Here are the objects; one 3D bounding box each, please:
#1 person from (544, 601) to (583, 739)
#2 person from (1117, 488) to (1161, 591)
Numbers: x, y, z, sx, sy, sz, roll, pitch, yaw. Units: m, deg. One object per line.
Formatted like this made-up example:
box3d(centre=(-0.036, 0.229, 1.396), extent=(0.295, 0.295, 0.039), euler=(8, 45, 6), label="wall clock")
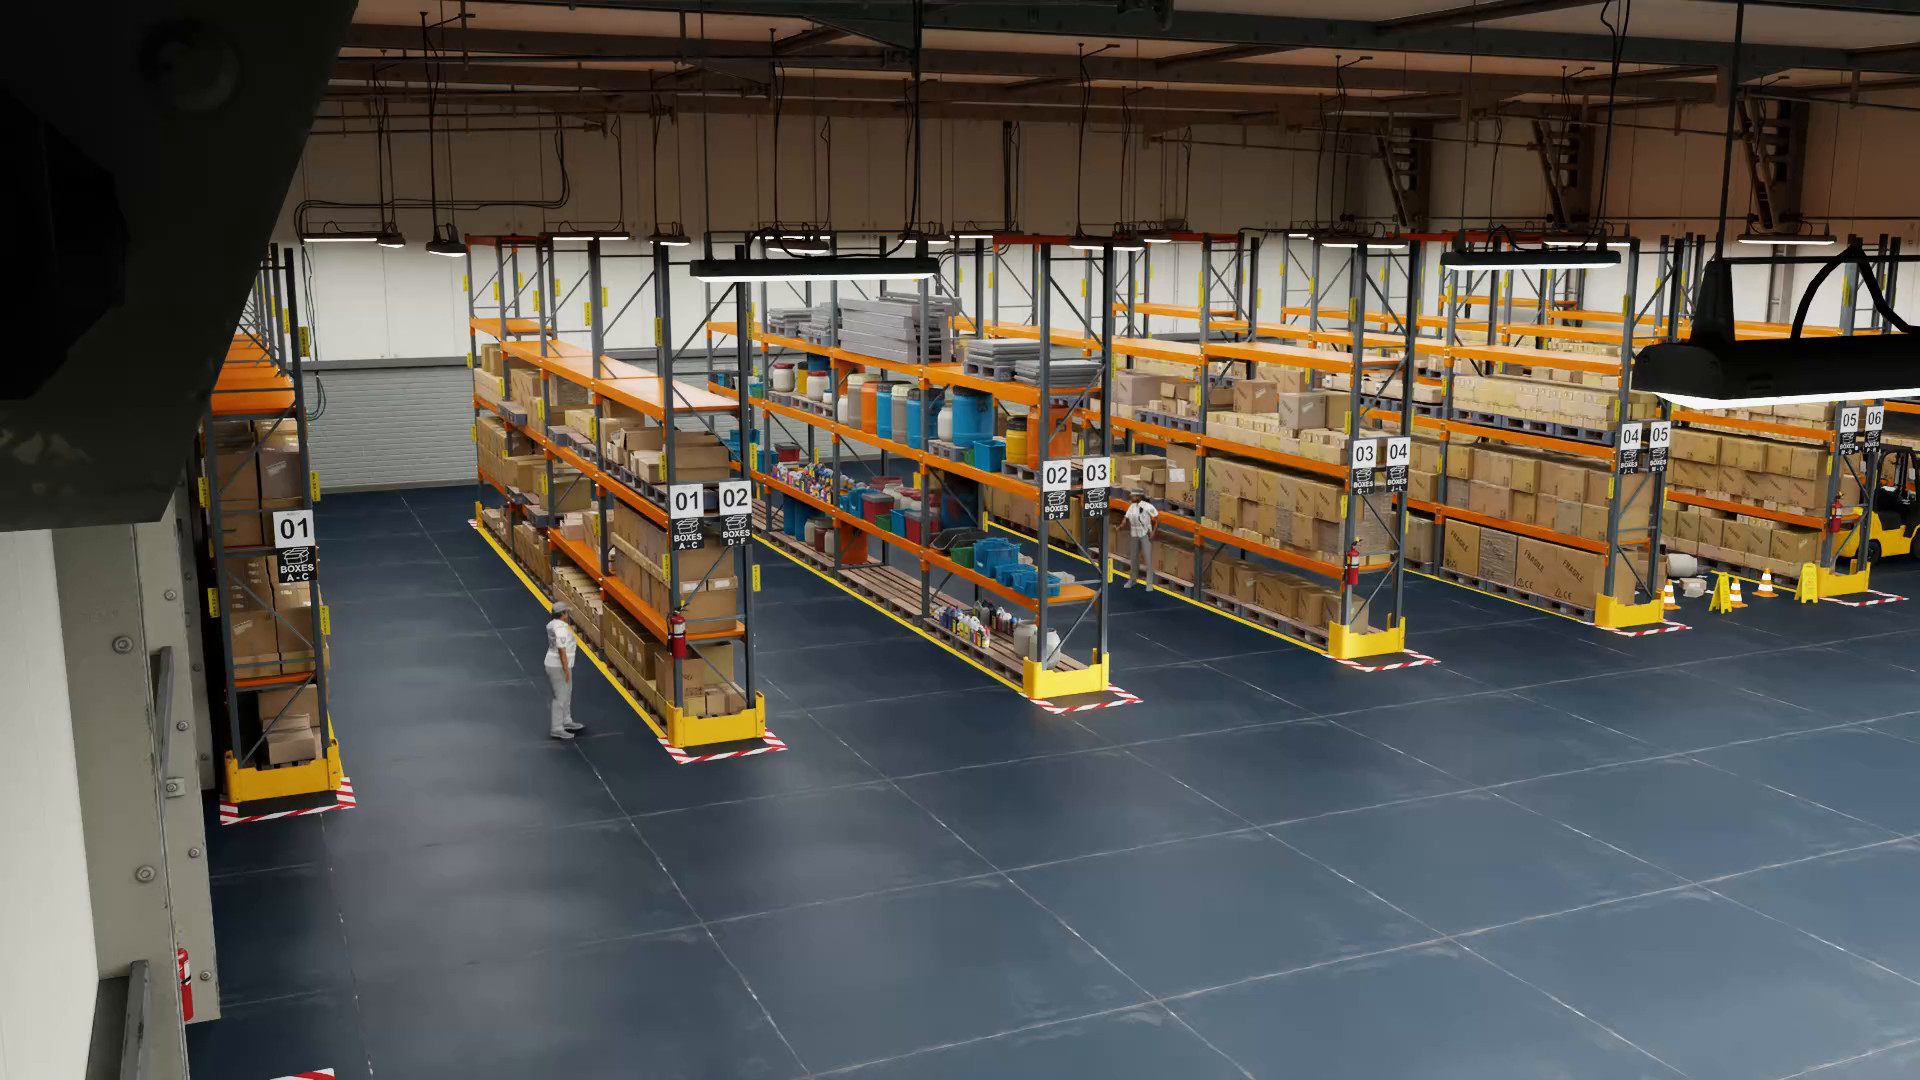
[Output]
box3d(centre=(-4.936, 1.593, 20.624), extent=(0.437, 1.681, 0.534), euler=(-2, 11, -9), label="person")
box3d(centre=(2.896, 0.000, 27.312), extent=(0.645, 1.697, 0.600), euler=(10, 15, 43), label="person")
